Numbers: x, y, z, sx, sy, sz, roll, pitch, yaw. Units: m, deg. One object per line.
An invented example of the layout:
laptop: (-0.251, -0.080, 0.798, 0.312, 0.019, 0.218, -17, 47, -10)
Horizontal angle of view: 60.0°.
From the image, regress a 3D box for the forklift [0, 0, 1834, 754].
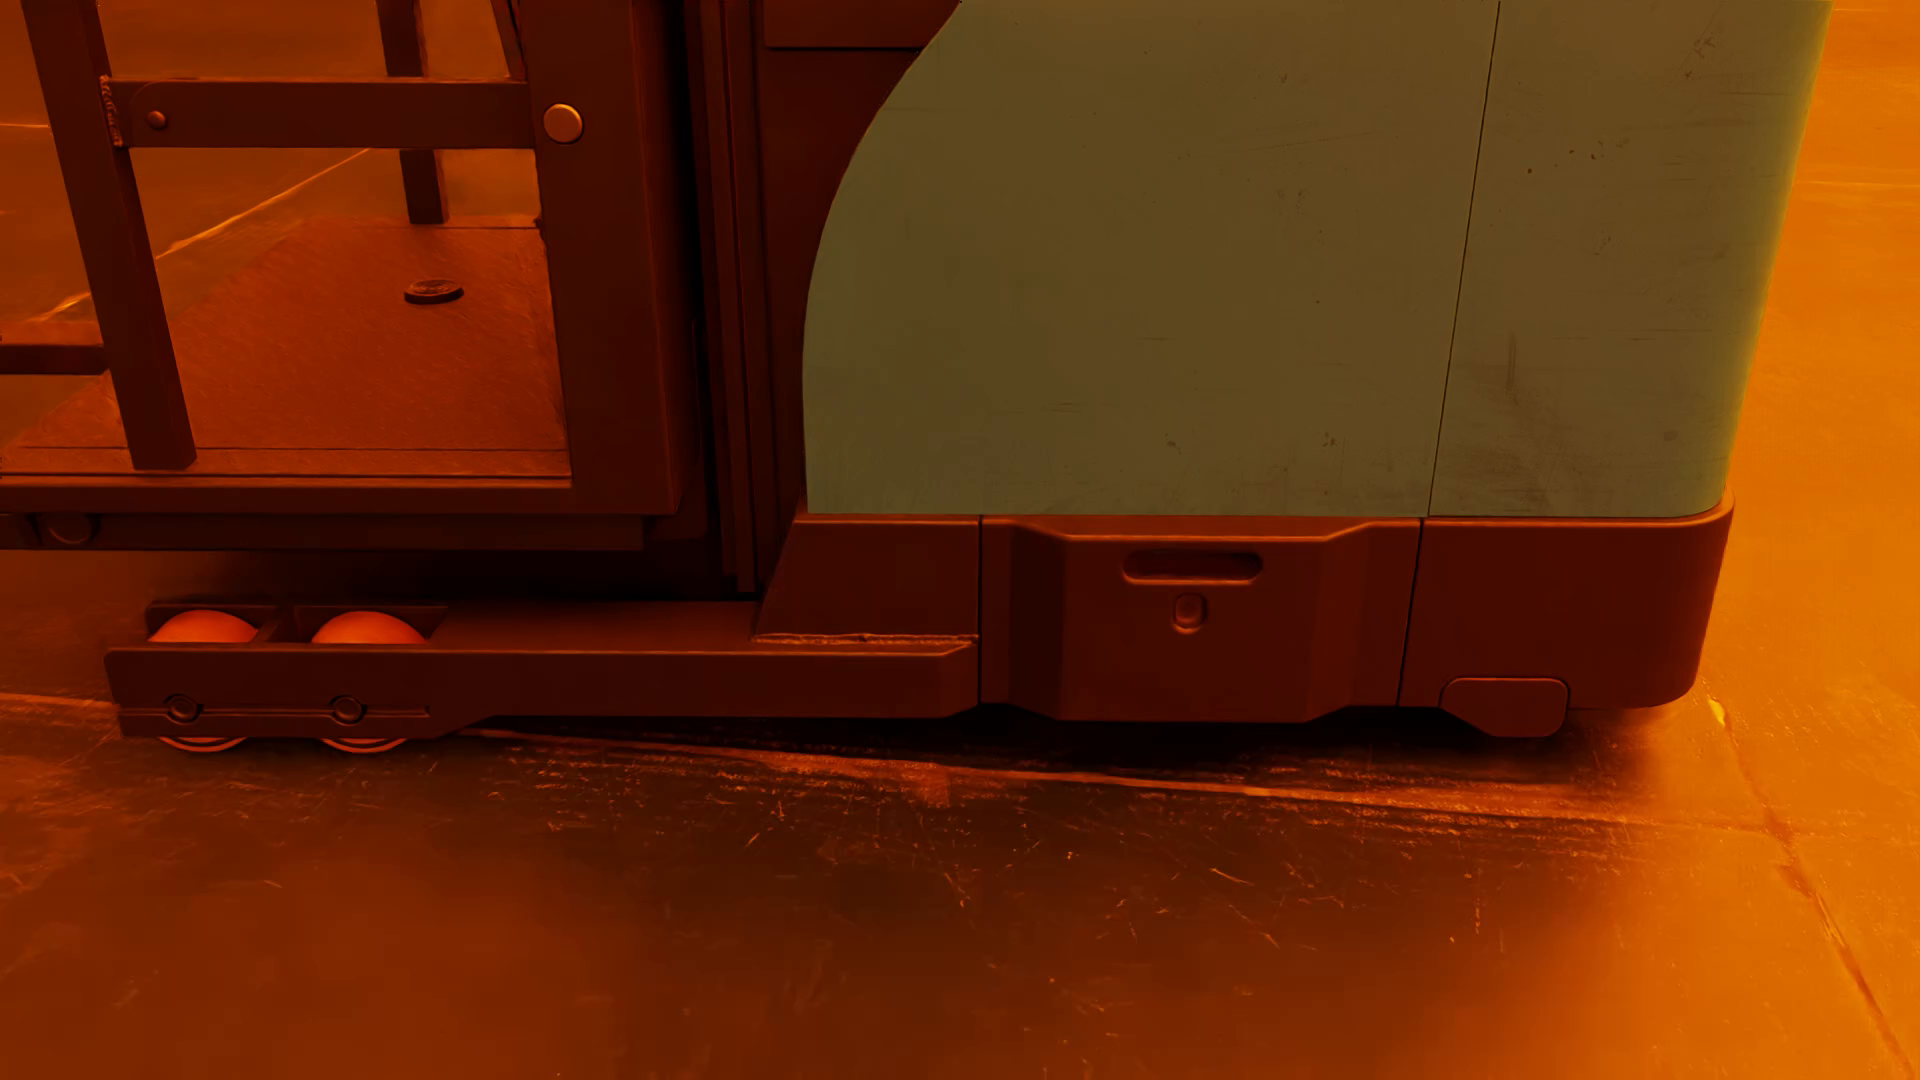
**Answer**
forklift: (-0.617, -1.293, 1.808, 3.031, 2.935, 1.130, 0, 27, 1)
